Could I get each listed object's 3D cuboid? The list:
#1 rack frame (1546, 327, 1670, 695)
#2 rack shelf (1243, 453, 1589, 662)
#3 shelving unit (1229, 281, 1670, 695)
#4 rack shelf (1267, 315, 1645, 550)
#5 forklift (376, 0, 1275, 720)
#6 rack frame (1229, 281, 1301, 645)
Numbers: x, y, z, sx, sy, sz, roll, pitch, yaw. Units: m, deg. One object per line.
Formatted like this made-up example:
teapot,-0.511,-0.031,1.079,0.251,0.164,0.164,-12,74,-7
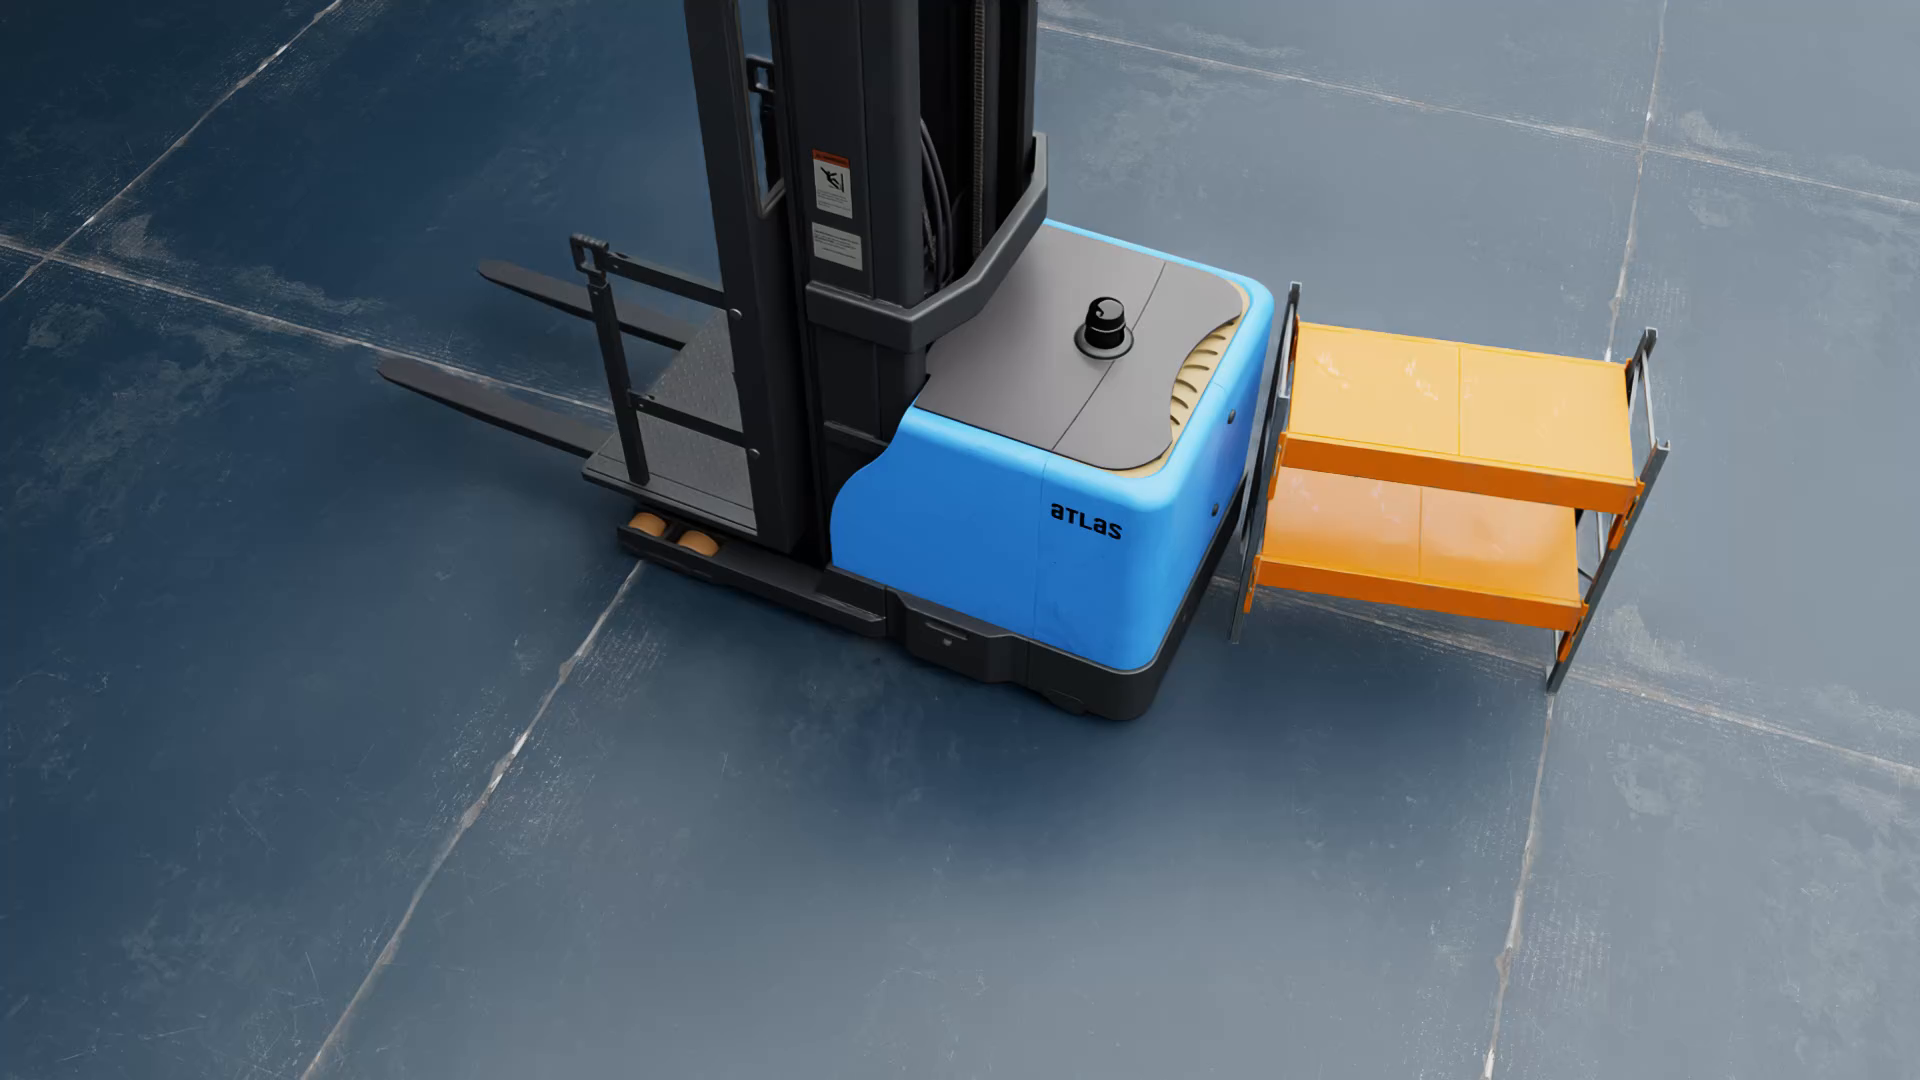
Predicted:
rack frame,1.943,-0.059,5.057,0.032,1.125,0.500,9,50,7
rack shelf,1.445,0.025,5.308,1.000,0.278,0.538,9,50,7
shelving unit,1.445,-0.135,5.123,1.048,1.125,0.538,9,50,7
rack shelf,1.445,-0.327,4.902,1.000,0.278,0.538,9,50,7
forklift,-0.596,-1.172,4.826,3.031,2.935,1.130,20,52,16
rack frame,0.947,-0.211,5.189,0.032,1.125,0.500,9,50,7
